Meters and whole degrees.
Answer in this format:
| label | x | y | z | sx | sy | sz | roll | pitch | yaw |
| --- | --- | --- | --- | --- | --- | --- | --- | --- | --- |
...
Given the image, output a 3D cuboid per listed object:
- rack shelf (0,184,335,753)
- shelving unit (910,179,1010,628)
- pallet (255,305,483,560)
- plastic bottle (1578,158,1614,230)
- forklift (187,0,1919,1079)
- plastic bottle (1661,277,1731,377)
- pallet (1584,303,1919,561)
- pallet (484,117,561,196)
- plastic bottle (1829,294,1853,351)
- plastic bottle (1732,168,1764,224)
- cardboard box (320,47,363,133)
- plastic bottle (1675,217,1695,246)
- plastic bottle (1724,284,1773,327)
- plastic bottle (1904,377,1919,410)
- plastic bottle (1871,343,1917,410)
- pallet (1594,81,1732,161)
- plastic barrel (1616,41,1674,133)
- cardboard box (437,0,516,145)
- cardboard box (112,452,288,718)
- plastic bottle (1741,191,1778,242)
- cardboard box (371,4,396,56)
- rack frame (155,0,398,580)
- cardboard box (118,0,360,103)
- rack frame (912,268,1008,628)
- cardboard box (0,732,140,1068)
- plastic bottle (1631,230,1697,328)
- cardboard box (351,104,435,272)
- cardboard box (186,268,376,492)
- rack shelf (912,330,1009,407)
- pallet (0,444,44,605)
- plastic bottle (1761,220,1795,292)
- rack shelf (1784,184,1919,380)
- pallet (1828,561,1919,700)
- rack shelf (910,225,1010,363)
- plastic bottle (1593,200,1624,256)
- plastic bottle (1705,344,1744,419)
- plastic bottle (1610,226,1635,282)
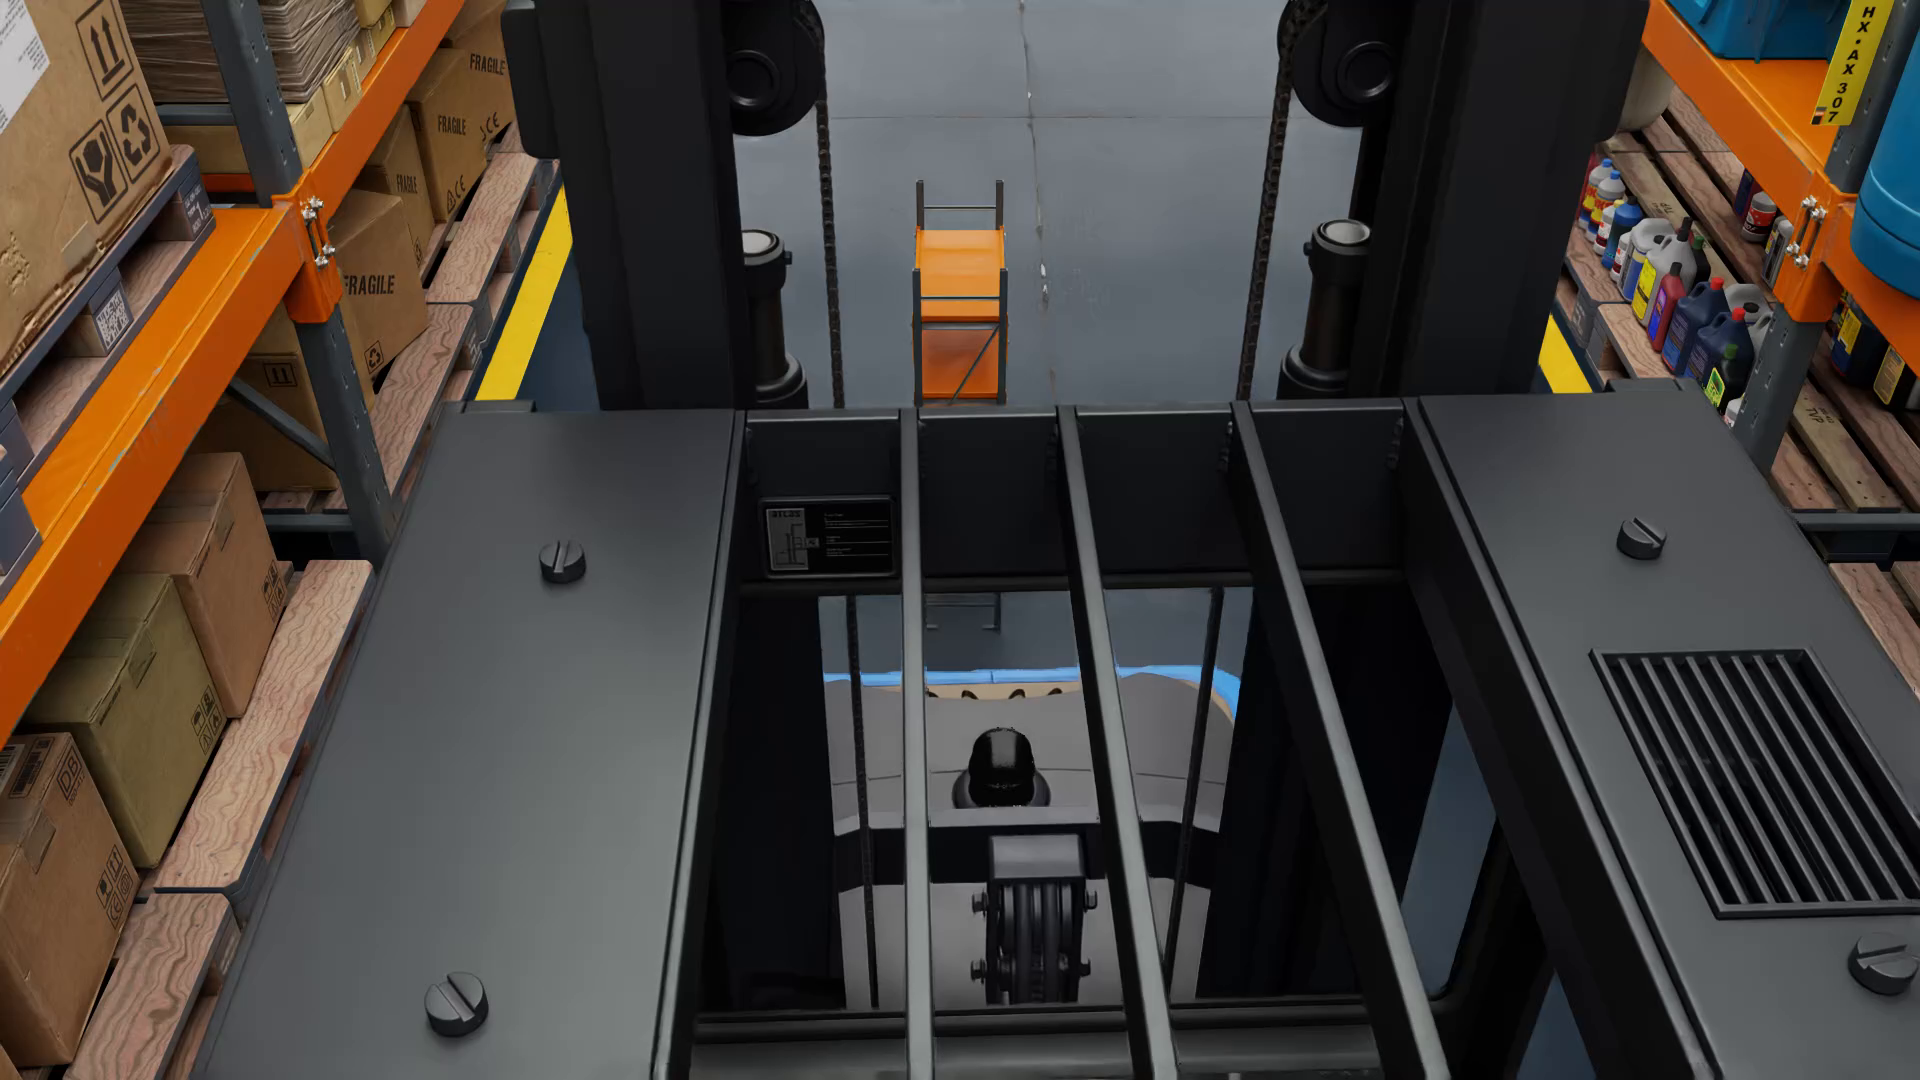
| label | x | y | z | sx | sy | sz | roll | pitch | yaw |
| --- | --- | --- | --- | --- | --- | --- | --- | --- | --- |
| rack shelf | -2.205 | 0.475 | 2.834 | 1.077 | 0.370 | 4.000 | 0 | 39 | 0 |
| shelving unit | 0.000 | -0.365 | 4.746 | 0.258 | 1.200 | 0.503 | 0 | 39 | 0 |
| pallet | -2.243 | -0.389 | 5.566 | 1.003 | 0.211 | 1.213 | 0 | 39 | 0 |
| plastic bottle | 2.432 | -1.320 | 6.329 | 0.097 | 0.271 | 0.097 | 0 | 39 | 0 |
| forklift | 0.110 | 0.862 | 1.831 | 1.130 | 2.935 | 3.031 | -1 | 39 | -2 |
| plastic bottle | 2.457 | -0.721 | 5.517 | 0.144 | 0.351 | 0.185 | -2 | 39 | -2 |
| pallet | 2.787 | -0.392 | 5.571 | 1.003 | 0.211 | 1.213 | 0 | 39 | 0 |
| pallet | -2.246 | -1.914 | 7.470 | 1.003 | 0.211 | 1.213 | 0 | 39 | 0 |
| plastic bottle | 3.039 | -0.763 | 5.633 | 0.097 | 0.271 | 0.097 | 0 | 39 | 0 |
| plastic bottle | 3.048 | -1.367 | 6.378 | 0.061 | 0.283 | 0.133 | 0 | 39 | 0 |
| cardboard box | -1.894 | -1.250 | 4.612 | 0.380 | 0.149 | 0.250 | 0 | 39 | 0 |
| plastic bottle | 2.567 | -0.999 | 5.918 | 0.061 | 0.283 | 0.133 | 0 | 39 | 0 |
| plastic bottle | 2.605 | -0.708 | 5.560 | 0.152 | 0.276 | 0.135 | 0 | 39 | 0 |
| plastic bottle | 3.156 | -0.571 | 5.390 | 0.152 | 0.276 | 0.135 | 1 | 39 | 2 |
| plastic bottle | 3.050 | -0.573 | 5.387 | 0.061 | 0.283 | 0.133 | 0 | 39 | 0 |
| pallet | 2.784 | -1.918 | 7.475 | 1.003 | 0.211 | 1.213 | 0 | 39 | 0 |
| plastic barrel | 2.819 | -2.030 | 7.038 | 0.421 | 0.512 | 0.421 | 0 | 39 | 0 |
| cardboard box | -2.192 | -1.982 | 6.988 | 0.500 | 0.500 | 0.500 | 10 | 40 | 12 |
| cardboard box | -2.228 | 0.131 | 4.335 | 0.700 | 0.500 | 0.500 | -3 | 39 | -4 |
| plastic bottle | 3.030 | -1.237 | 6.281 | 0.097 | 0.201 | 0.097 | 0 | 39 | 0 |
| cardboard box | -1.931 | -1.562 | 5.002 | 0.380 | 0.149 | 0.250 | 0 | 39 | 0 |
| rack frame | -2.207 | -1.057 | 4.170 | 1.000 | 3.000 | 0.127 | 0 | 39 | 0 |
| cardboard box | -2.145 | -1.493 | 4.397 | 0.875 | 0.500 | 0.500 | 0 | 39 | 0 |
| rack frame | 0.000 | -0.212 | 4.555 | 0.240 | 1.200 | 0.015 | 0 | 39 | 0 |
| cardboard box | -2.245 | 0.779 | 3.526 | 0.700 | 0.500 | 0.500 | -3 | 39 | -4 |
| plastic bottle | 2.457 | -0.923 | 5.769 | 0.144 | 0.351 | 0.185 | 0 | 39 | 0 |
| cardboard box | -2.255 | -1.242 | 6.064 | 0.500 | 0.500 | 0.500 | -3 | 39 | -4 |
| cardboard box | -2.167 | -0.495 | 5.133 | 0.500 | 0.500 | 0.500 | -1 | 39 | -1 |
| rack shelf | 0.000 | -0.487 | 4.648 | 0.258 | 0.148 | 0.480 | 0 | 39 | 0 |
| pallet | -2.245 | 0.282 | 2.653 | 1.003 | 0.211 | 1.213 | 0 | 39 | 0 |
| plastic bottle | 3.011 | -1.042 | 5.978 | 0.152 | 0.276 | 0.135 | 0 | 39 | 0 |
| rack shelf | 2.748 | 0.471 | 2.839 | 1.077 | 0.370 | 4.000 | 0 | 39 | 0 |
| pallet | 2.786 | 0.519 | 4.434 | 1.003 | 0.211 | 1.213 | 0 | 39 | 0 |
| rack shelf | 0.000 | -0.671 | 4.500 | 0.258 | 0.148 | 0.480 | 0 | 39 | 0 |
| plastic bottle | 2.433 | -1.169 | 6.195 | 0.097 | 0.201 | 0.097 | 0 | 39 | 0 |
| plastic bottle | 2.416 | -0.473 | 5.261 | 0.061 | 0.283 | 0.133 | 2 | 39 | 2 |
| plastic bottle | 2.433 | -1.040 | 6.035 | 0.097 | 0.201 | 0.097 | 0 | 39 | 0 |
